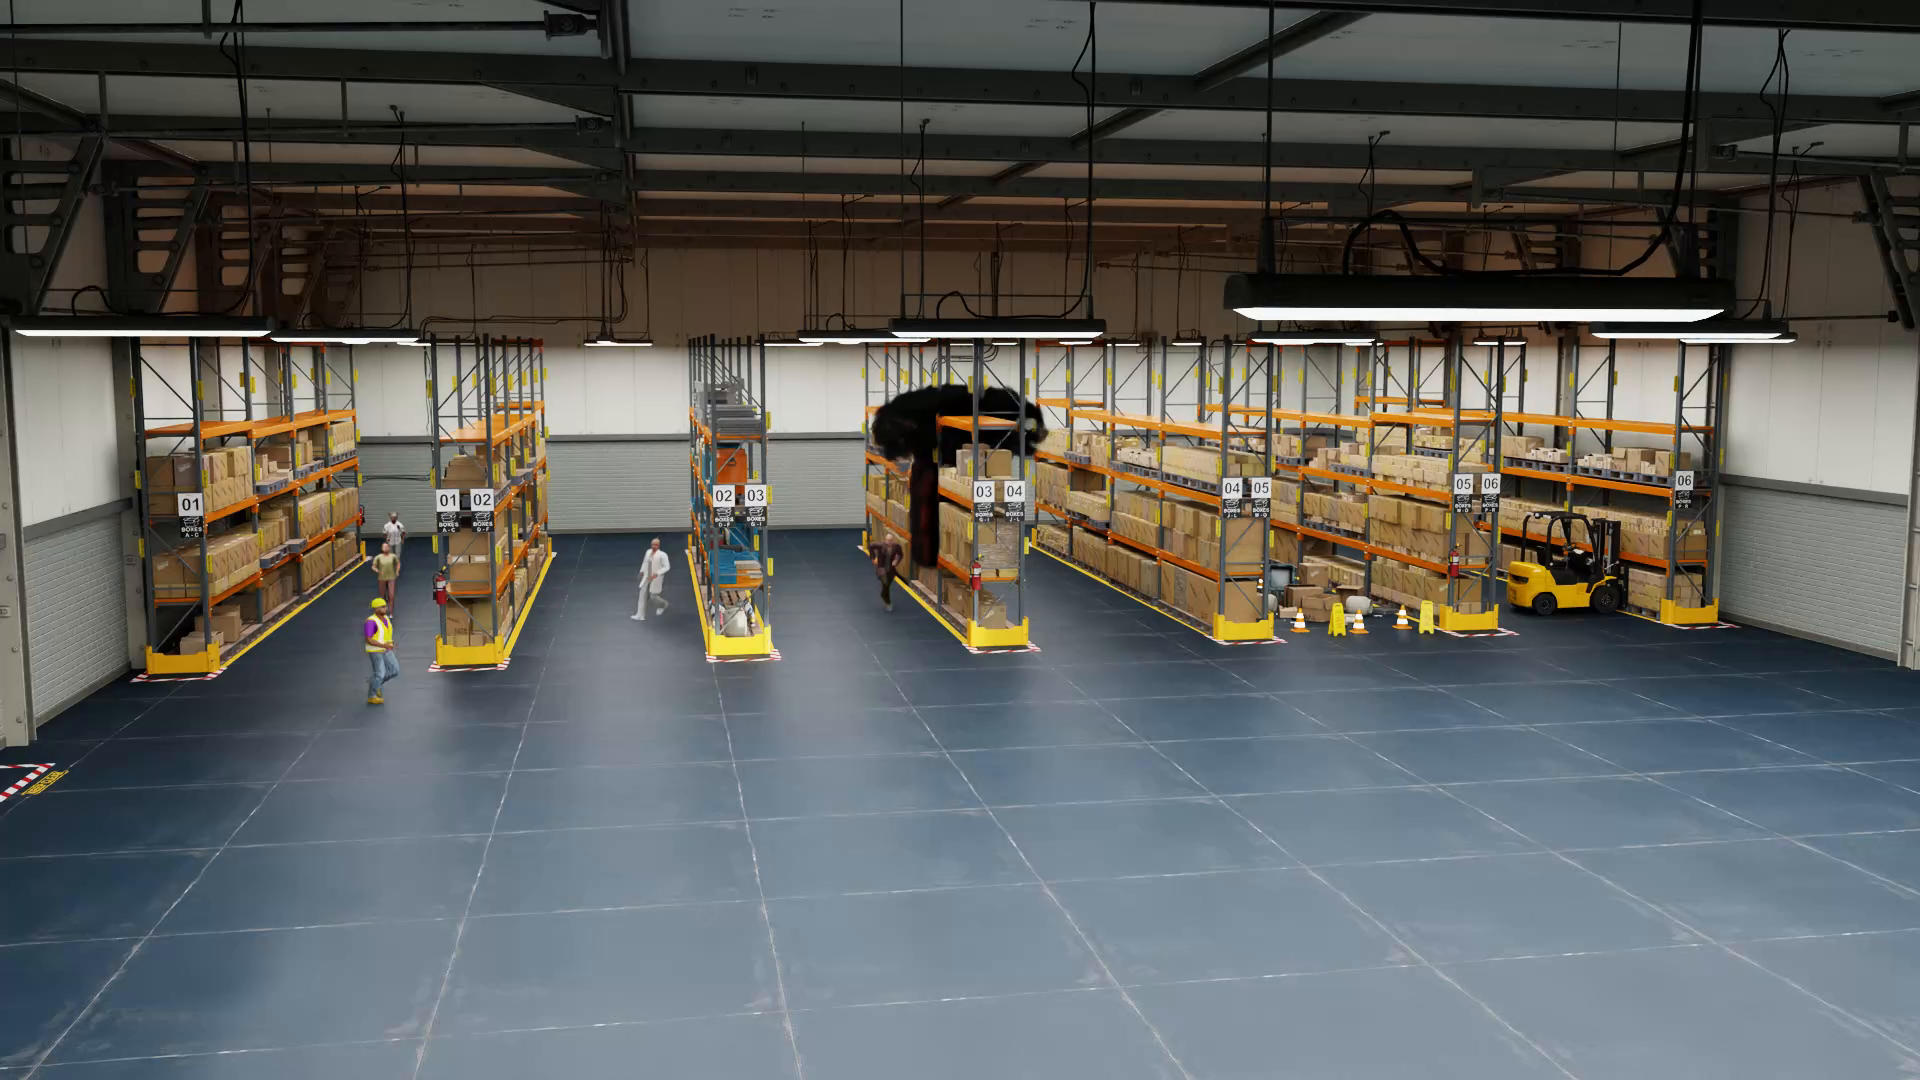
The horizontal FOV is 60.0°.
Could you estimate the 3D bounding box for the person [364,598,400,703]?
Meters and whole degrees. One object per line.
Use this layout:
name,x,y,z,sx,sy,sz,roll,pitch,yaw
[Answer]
person,-9.346,1.787,26.923,0.639,1.714,0.688,2,7,15

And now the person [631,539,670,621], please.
person,-6.458,0.840,35.116,0.751,1.735,1.039,3,7,25

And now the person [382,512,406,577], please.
person,-14.264,0.098,41.953,0.562,1.655,0.589,-3,7,-21

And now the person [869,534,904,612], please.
person,-1.654,0.695,36.842,0.753,1.744,1.055,-1,7,-12

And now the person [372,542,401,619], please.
person,-12.237,0.846,35.532,0.588,1.628,0.758,-3,7,-23
